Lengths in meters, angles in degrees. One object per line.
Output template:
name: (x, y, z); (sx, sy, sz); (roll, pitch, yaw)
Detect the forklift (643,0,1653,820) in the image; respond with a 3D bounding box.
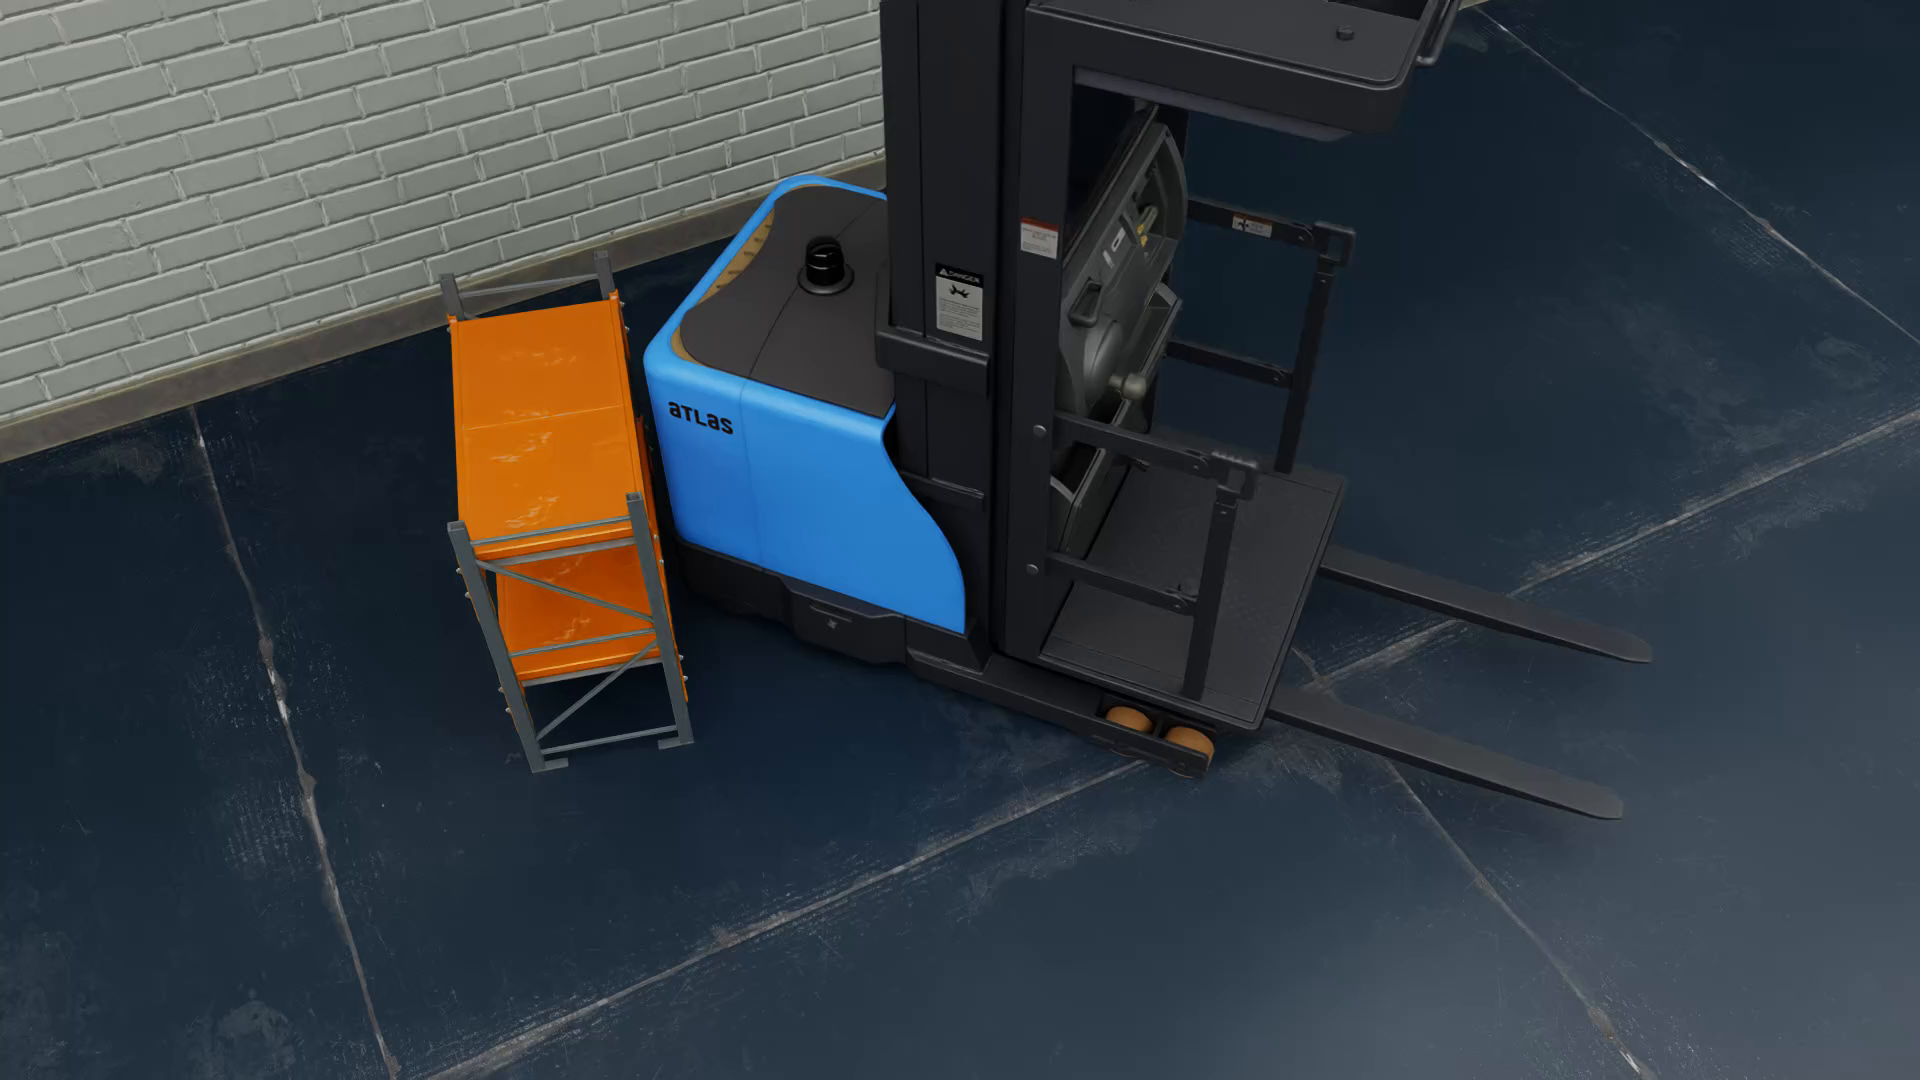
forklift: (0.628, -0.694, 4.410); (3.031, 2.935, 1.130); (18, 51, 15)

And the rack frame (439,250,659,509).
rack frame: (-1.304, -0.451, 5.397); (0.500, 1.125, 0.032); (-10, 50, -8)

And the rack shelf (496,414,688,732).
rack shelf: (-1.191, 0.083, 5.255); (0.538, 0.278, 1.000); (-10, 50, -8)

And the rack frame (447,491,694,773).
rack frame: (-1.077, 0.295, 4.745); (0.500, 1.125, 0.032); (-10, 50, -8)

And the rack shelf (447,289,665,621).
rack shelf: (-1.191, -0.271, 4.851); (0.538, 0.278, 1.000); (-10, 50, -8)

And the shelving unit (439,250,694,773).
shelving unit: (-1.191, -0.078, 5.071); (0.538, 1.125, 1.048); (-10, 50, -8)
